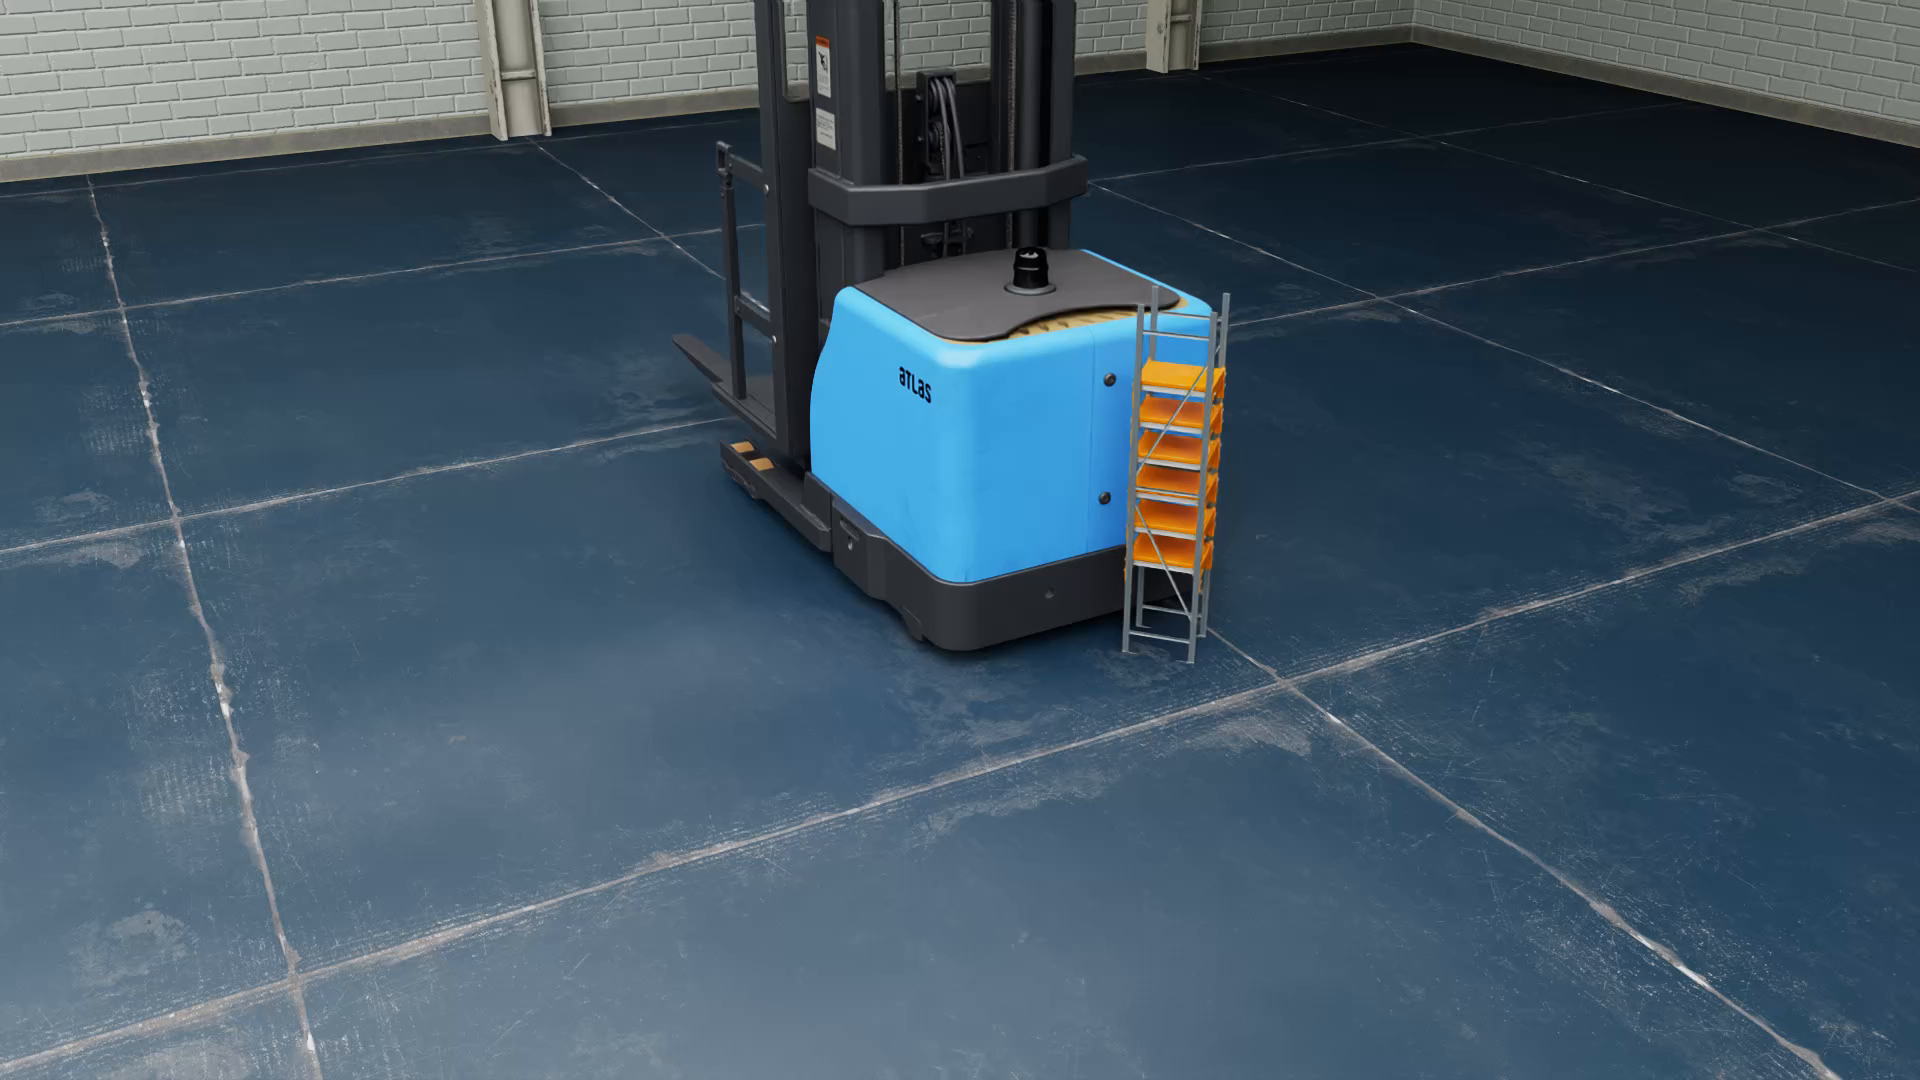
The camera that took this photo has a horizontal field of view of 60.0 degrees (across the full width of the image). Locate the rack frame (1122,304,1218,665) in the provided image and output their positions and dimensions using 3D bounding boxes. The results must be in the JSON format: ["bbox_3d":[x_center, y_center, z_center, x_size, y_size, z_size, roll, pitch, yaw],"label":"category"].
[{"bbox_3d":[0.644,-0.147,5.169,0.240,1.200,0.006,9,28,17],"label":"rack frame"}]

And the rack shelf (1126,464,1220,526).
[{"bbox_3d":[0.675,-0.146,5.266,0.258,0.103,0.180,9,28,17],"label":"rack shelf"}]

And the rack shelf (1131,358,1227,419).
[{"bbox_3d":[0.673,-0.467,5.104,0.258,0.103,0.180,9,28,17],"label":"rack shelf"}]

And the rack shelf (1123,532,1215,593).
[{"bbox_3d":[0.676,0.068,5.374,0.258,0.103,0.180,9,28,17],"label":"rack shelf"}]

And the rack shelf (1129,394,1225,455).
[{"bbox_3d":[0.673,-0.360,5.158,0.258,0.103,0.180,9,28,17],"label":"rack shelf"}]

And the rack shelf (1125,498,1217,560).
[{"bbox_3d":[0.676,-0.039,5.320,0.258,0.103,0.180,9,28,17],"label":"rack shelf"}]

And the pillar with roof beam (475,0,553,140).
[{"bbox_3d":[-1.327,-5.517,7.344,0.400,9.000,9.100,-13,29,-25],"label":"pillar with roof beam"}]

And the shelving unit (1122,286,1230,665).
[{"bbox_3d":[0.675,-0.186,5.246,0.258,1.200,0.189,9,28,17],"label":"shelving unit"}]

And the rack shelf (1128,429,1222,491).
[{"bbox_3d":[0.674,-0.253,5.212,0.258,0.103,0.180,9,28,17],"label":"rack shelf"}]

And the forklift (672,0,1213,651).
[{"bbox_3d":[-0.311,-1.565,6.123,1.130,2.935,3.031,-13,29,-26],"label":"forklift"}]

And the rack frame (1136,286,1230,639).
[{"bbox_3d":[0.705,-0.225,5.323,0.240,1.200,0.006,9,28,17],"label":"rack frame"}]

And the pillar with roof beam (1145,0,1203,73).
[{"bbox_3d":[3.967,-6.739,9.889,0.400,9.000,9.100,-13,29,-25],"label":"pillar with roof beam"}]
